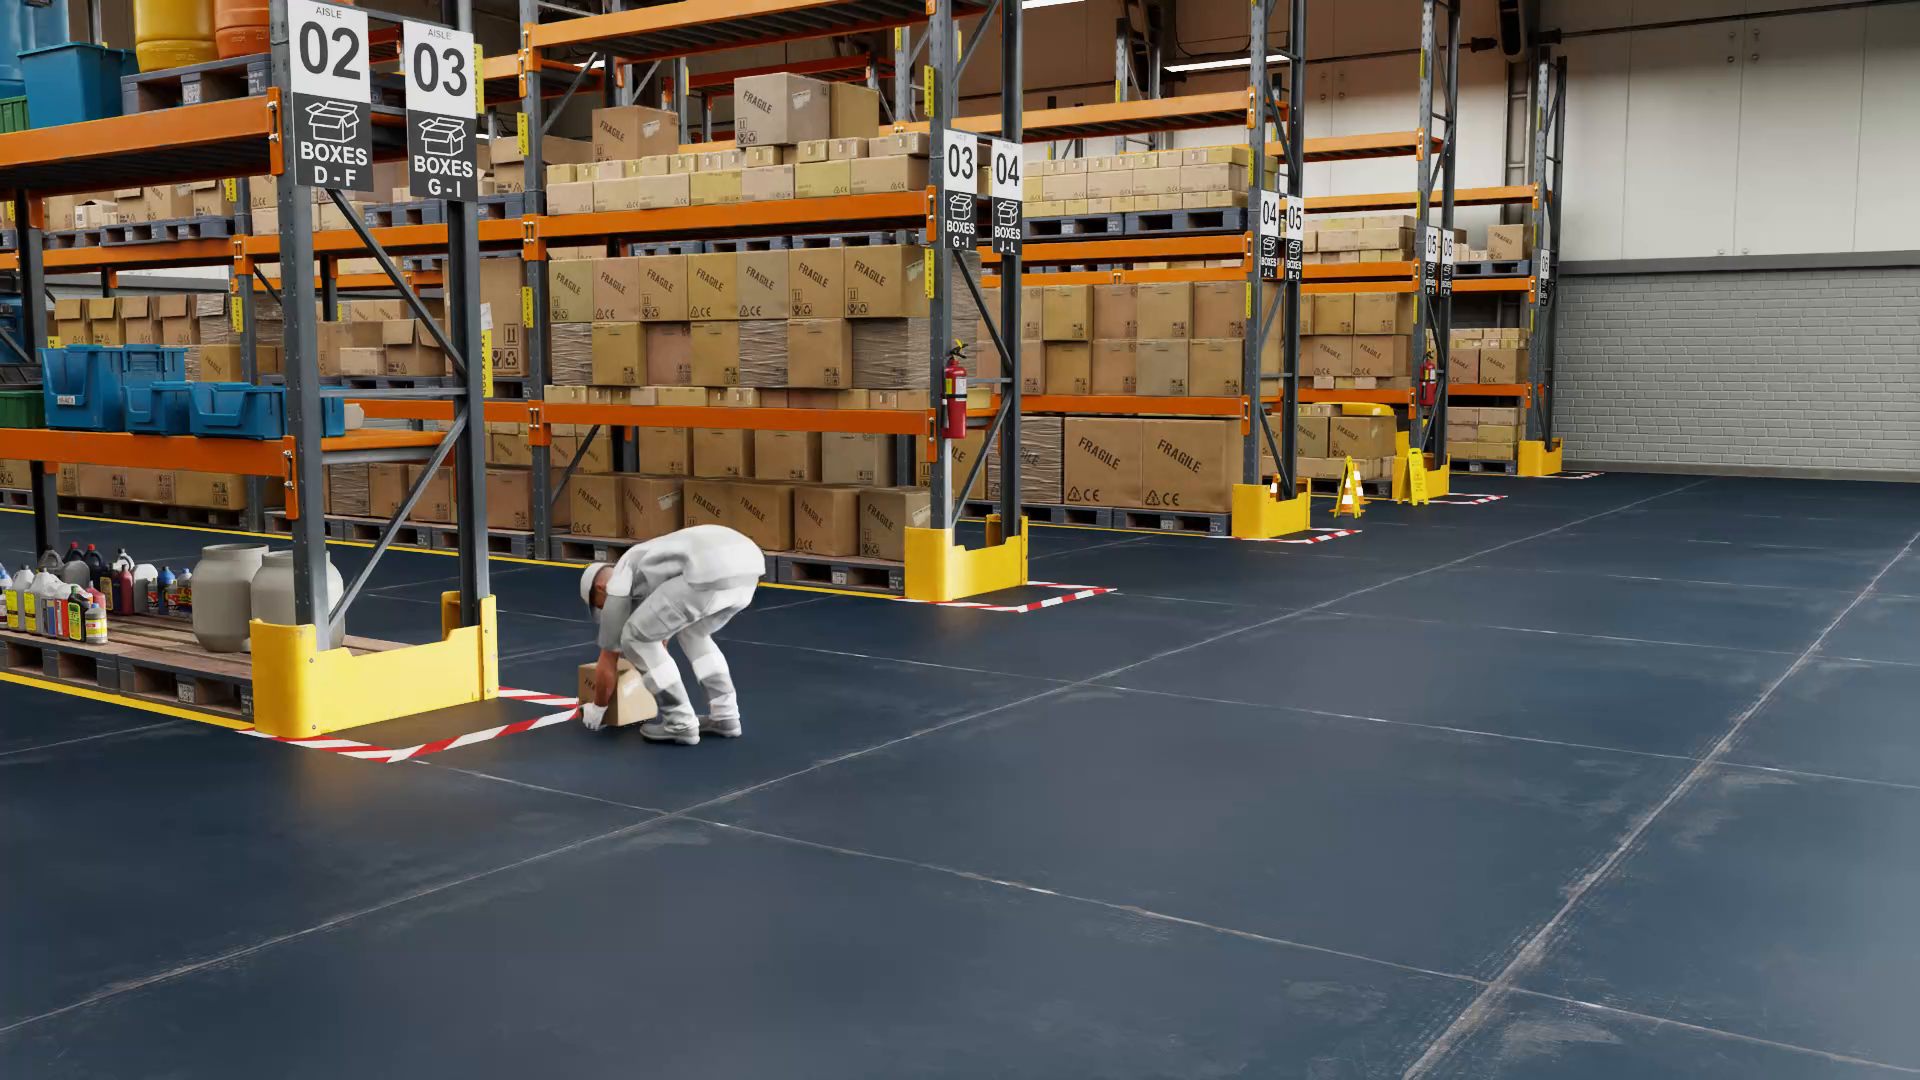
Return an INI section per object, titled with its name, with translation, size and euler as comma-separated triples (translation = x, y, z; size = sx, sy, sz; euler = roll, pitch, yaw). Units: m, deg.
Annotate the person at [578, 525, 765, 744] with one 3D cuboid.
[person]
translation = -1.306, 0.396, 7.368
size = 0.949, 0.941, 0.525
euler = 4, 7, 31
